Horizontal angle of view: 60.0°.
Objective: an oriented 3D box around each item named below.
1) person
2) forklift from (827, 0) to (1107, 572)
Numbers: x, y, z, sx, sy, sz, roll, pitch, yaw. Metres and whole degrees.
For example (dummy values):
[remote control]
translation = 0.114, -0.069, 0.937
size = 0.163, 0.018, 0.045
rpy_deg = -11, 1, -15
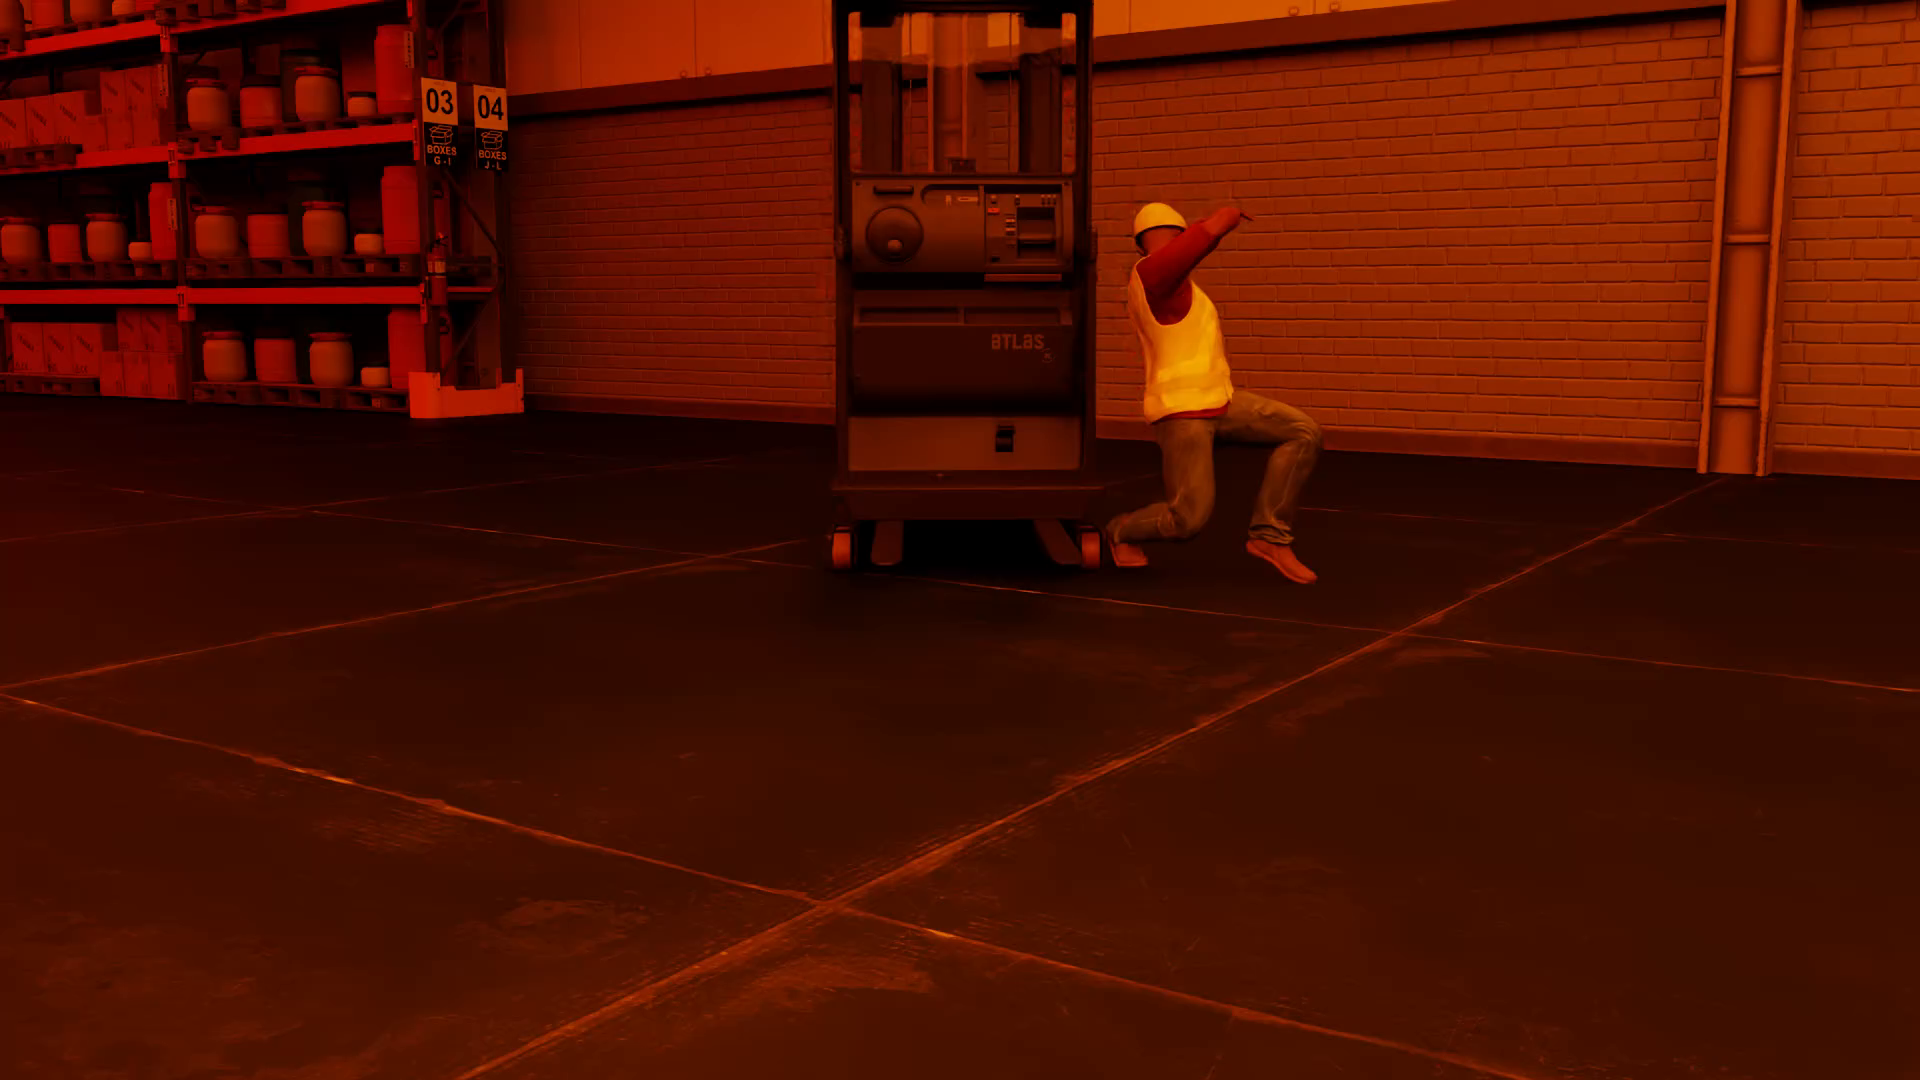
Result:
[person]
translation = 1.084, -0.607, 6.693
size = 0.915, 1.472, 1.059
rpy_deg = 4, 9, 28
[forklift]
translation = 0.018, -1.365, 6.793
size = 1.130, 2.935, 3.031
rpy_deg = 0, 8, -1
